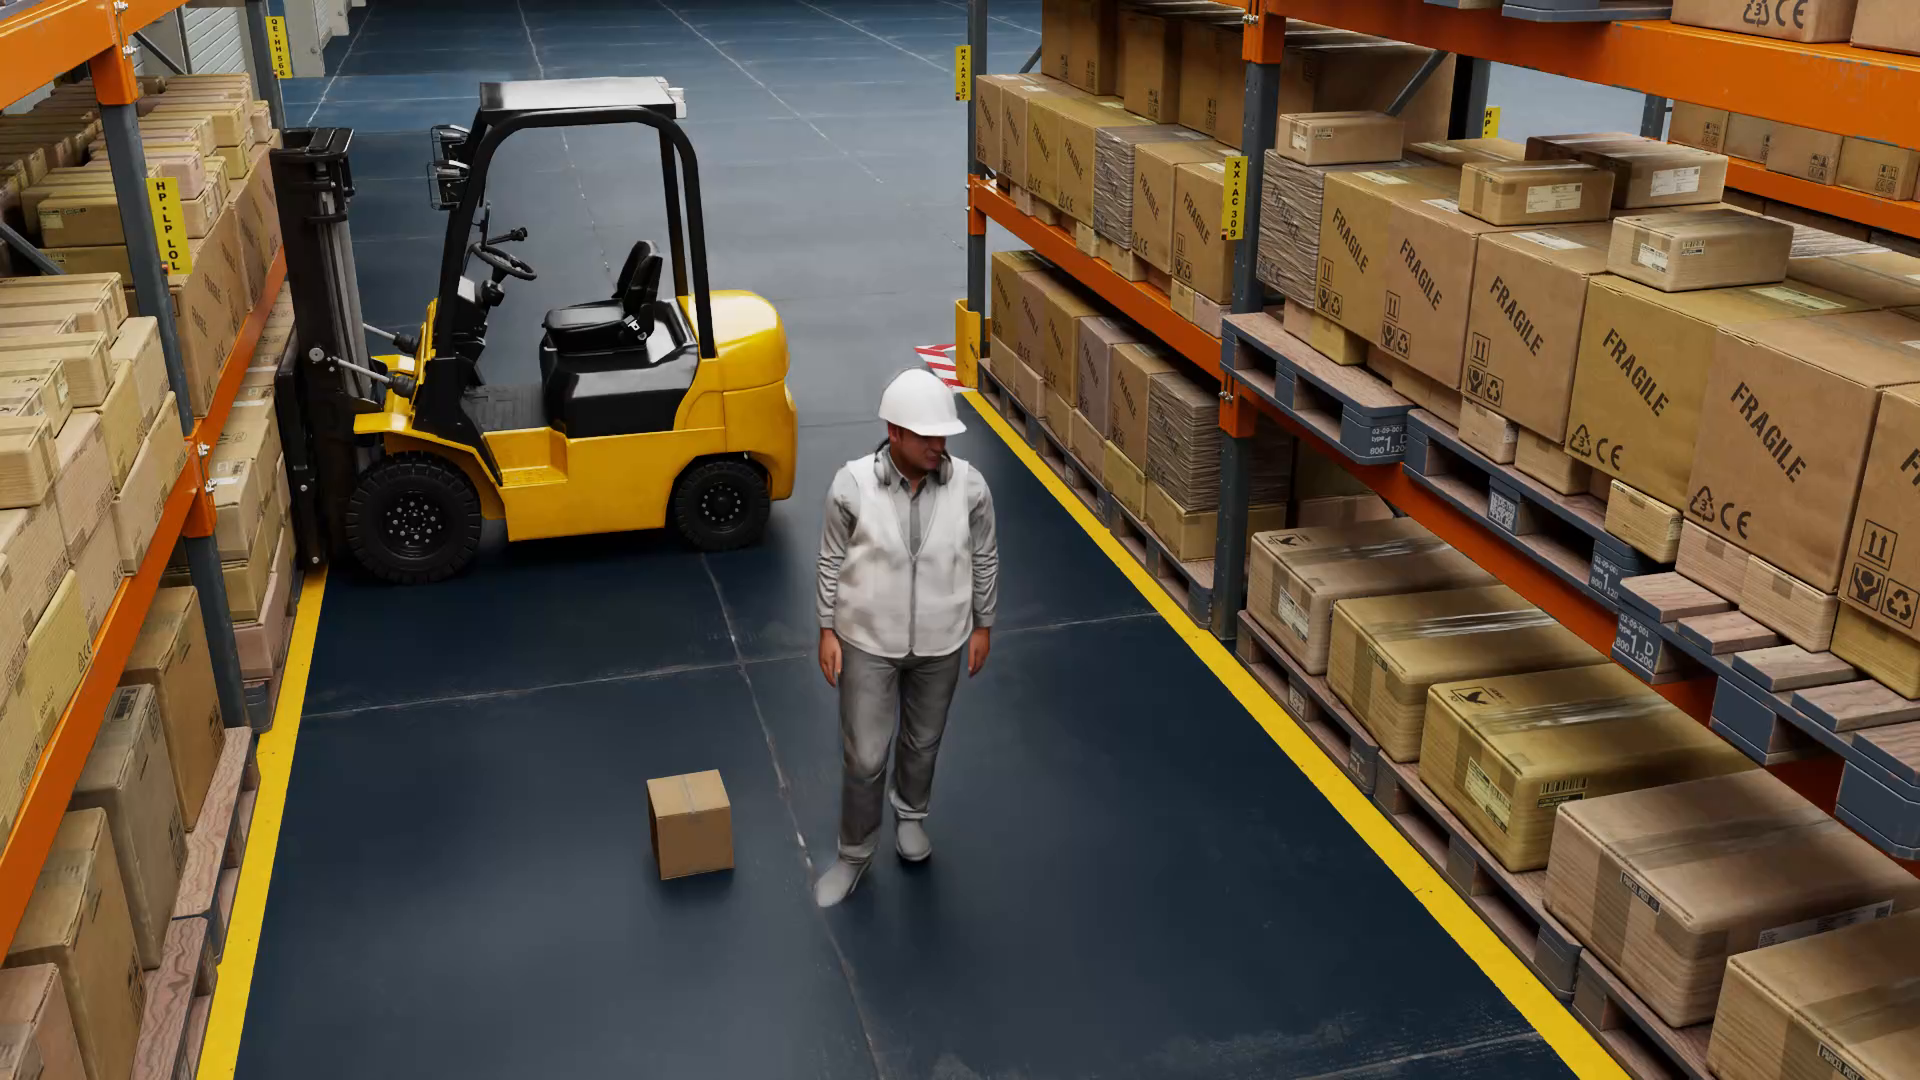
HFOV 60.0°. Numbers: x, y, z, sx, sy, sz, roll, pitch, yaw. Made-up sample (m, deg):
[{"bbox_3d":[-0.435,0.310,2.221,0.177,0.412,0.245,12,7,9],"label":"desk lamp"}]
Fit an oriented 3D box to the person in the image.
[{"bbox_3d":[-0.208,0.310,5.357,0.632,1.817,0.520,-5,23,-11],"label":"person"}]
